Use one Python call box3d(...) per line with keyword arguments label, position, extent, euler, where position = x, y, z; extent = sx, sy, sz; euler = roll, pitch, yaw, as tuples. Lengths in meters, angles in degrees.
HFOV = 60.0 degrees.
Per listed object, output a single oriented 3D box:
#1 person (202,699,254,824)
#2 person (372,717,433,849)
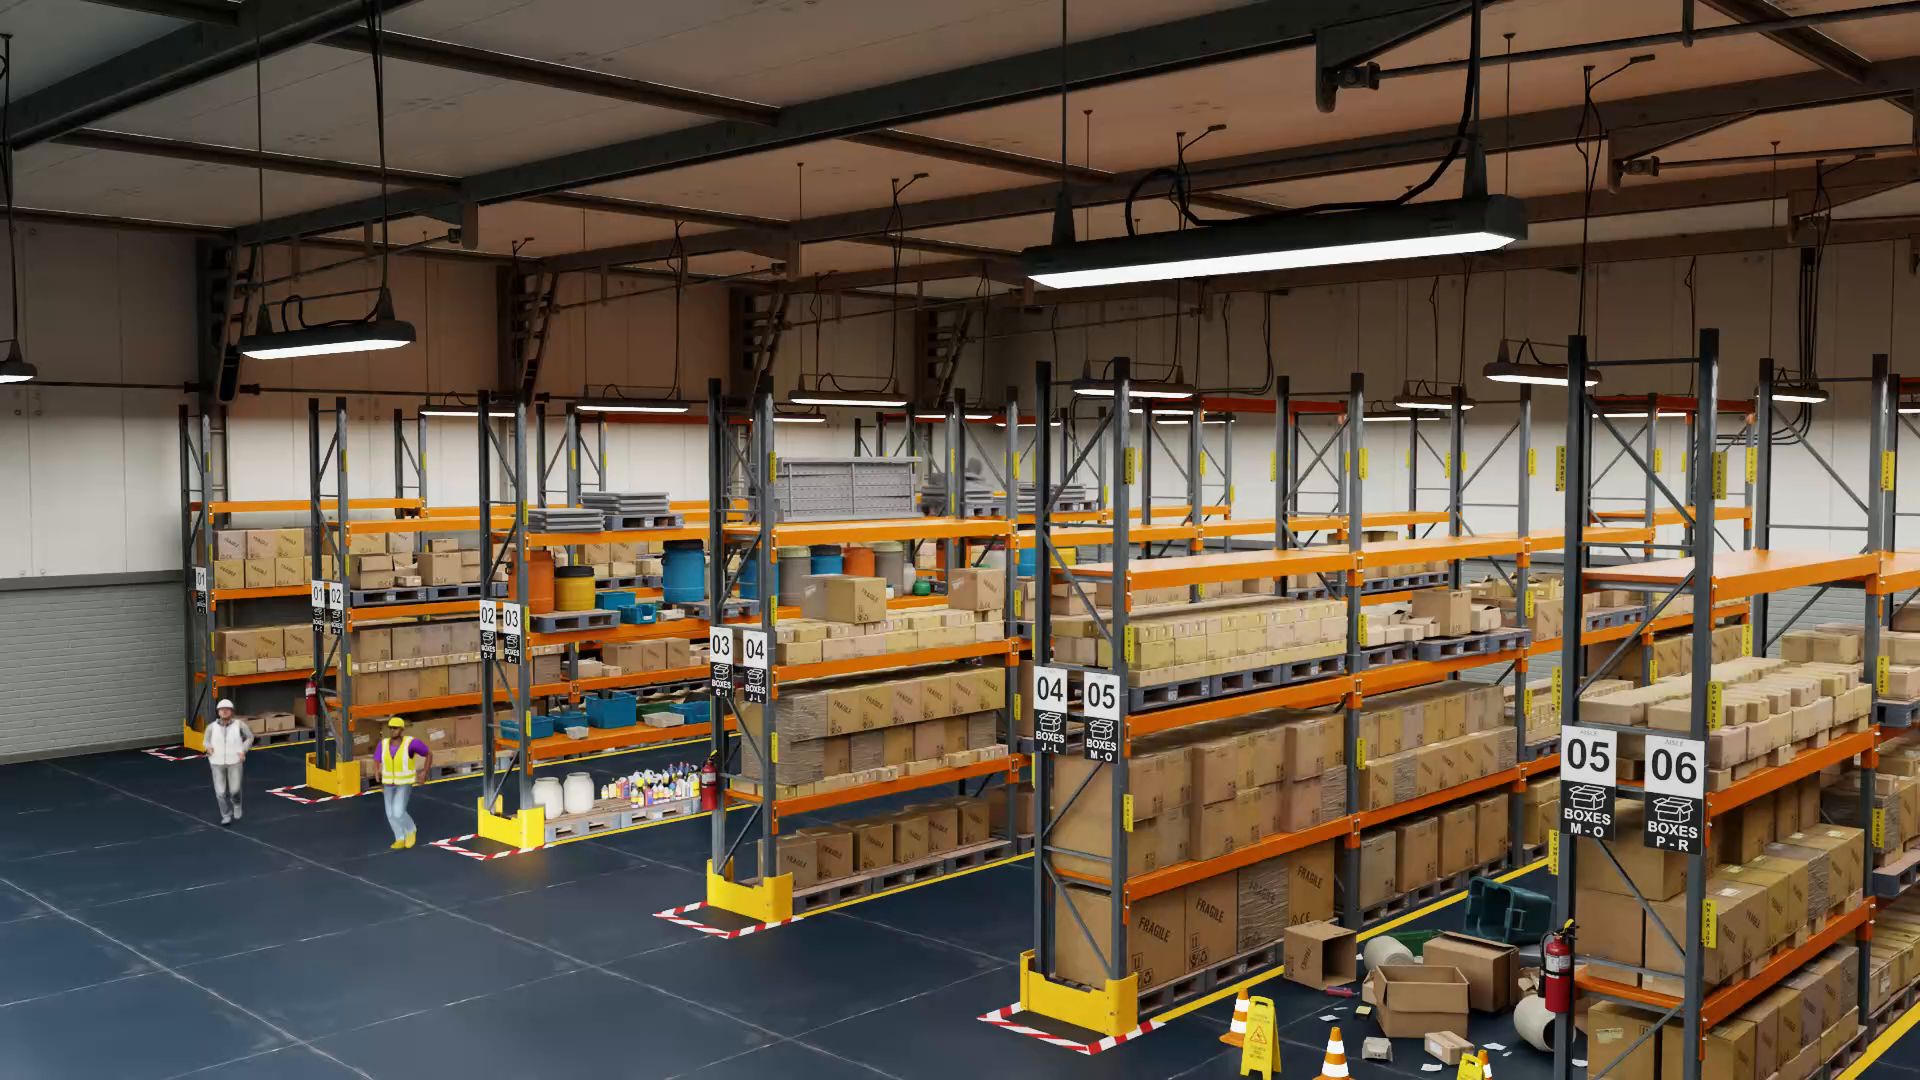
box3d(label="person", position=(-10.148, 3.079, 23.018), extent=(0.650, 1.726, 0.581), euler=(-1, 3, -17))
box3d(label="person", position=(-7.265, 3.158, 21.509), extent=(0.728, 1.730, 0.608), euler=(0, 3, 6))
